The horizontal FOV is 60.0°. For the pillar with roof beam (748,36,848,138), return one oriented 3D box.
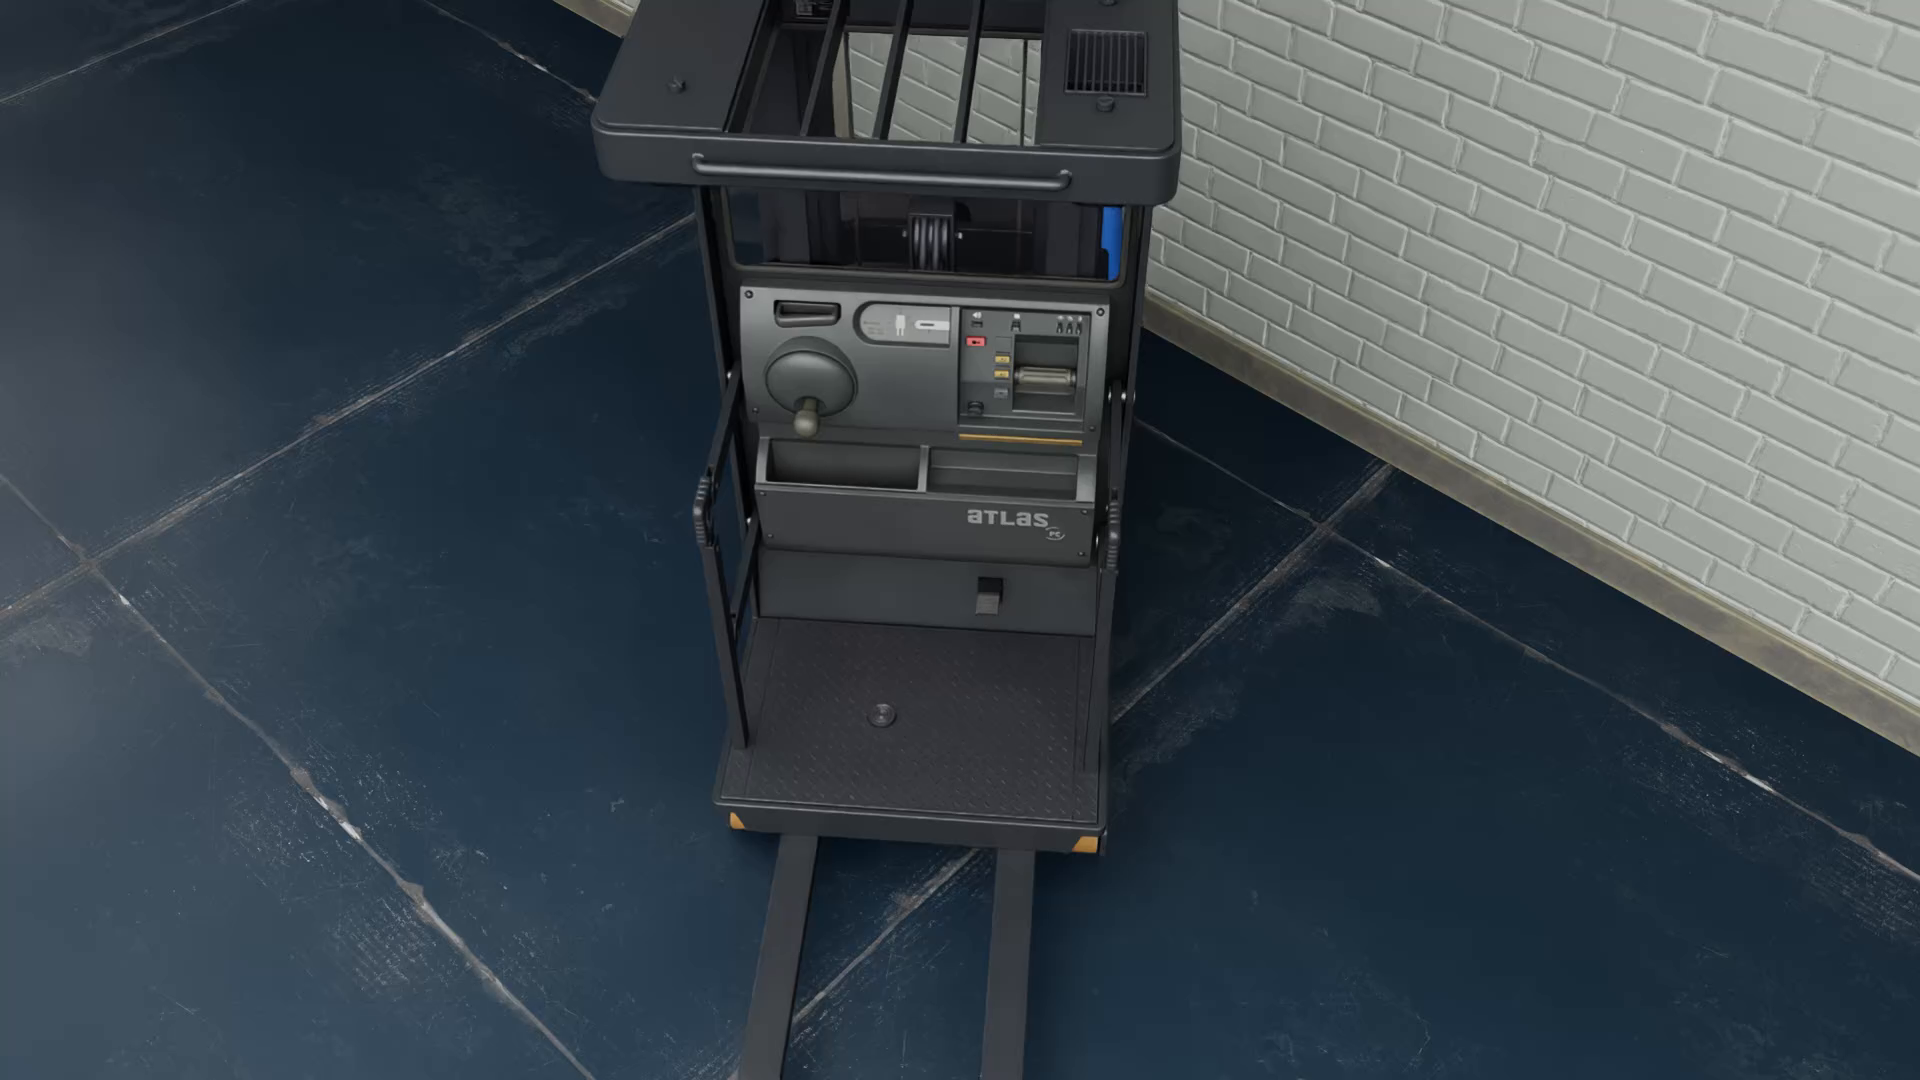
[{"bbox_3d":[-3.652,-2.472,1.898,0.400,9.000,9.100,34,55,28],"label":"pillar with roof beam"}]

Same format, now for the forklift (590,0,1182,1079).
[{"bbox_3d":[-0.107,-0.347,4.066,1.130,2.935,3.031,3,47,3],"label":"forklift"}]
